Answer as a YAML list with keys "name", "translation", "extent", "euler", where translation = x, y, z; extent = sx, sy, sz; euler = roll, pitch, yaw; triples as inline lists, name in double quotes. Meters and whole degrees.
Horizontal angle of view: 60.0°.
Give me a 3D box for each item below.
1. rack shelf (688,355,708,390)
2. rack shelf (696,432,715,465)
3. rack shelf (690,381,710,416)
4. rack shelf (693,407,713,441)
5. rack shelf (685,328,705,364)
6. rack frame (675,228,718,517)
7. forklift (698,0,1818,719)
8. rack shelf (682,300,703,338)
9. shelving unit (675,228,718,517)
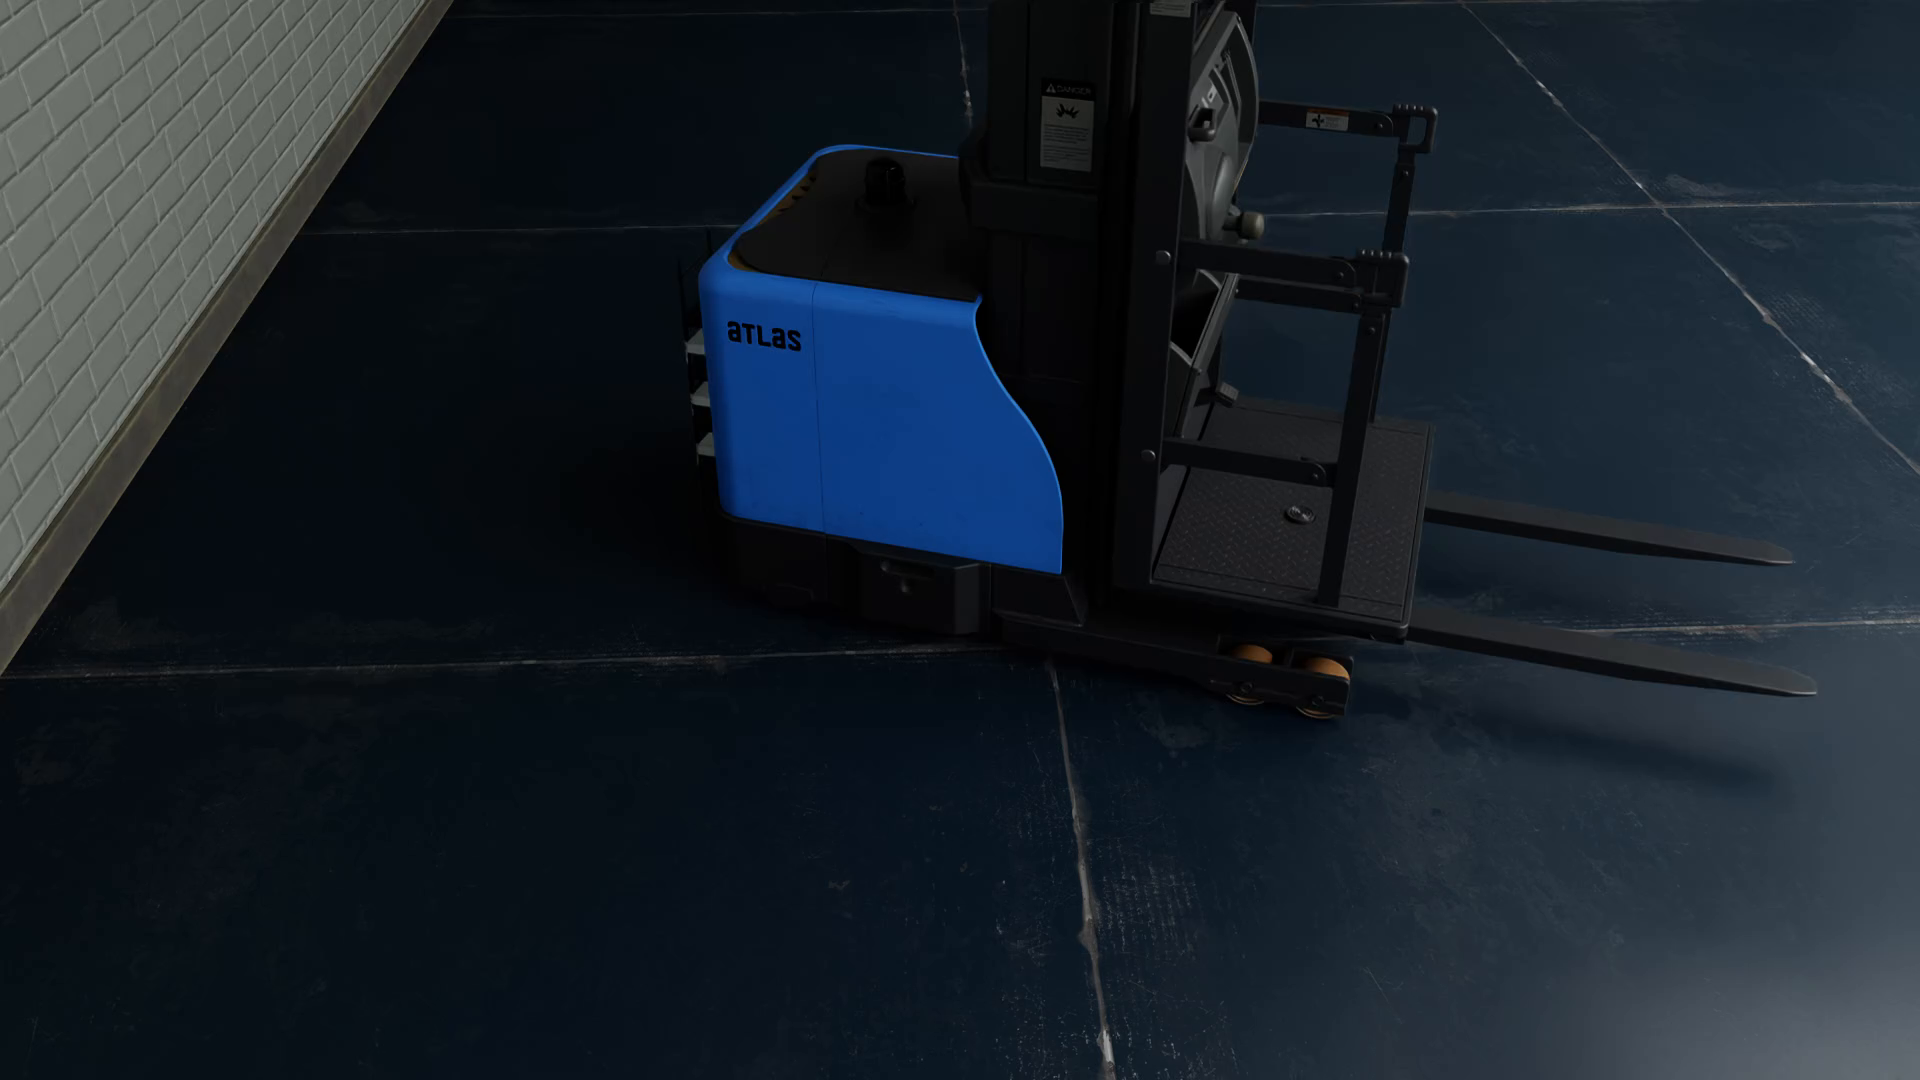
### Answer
- name: "rack shelf"
  translation: [-0.695, -0.541, 5.141]
  extent: [0.200, 0.077, 0.258]
  euler: [10, 36, 14]
- name: "rack shelf"
  translation: [-0.695, -0.319, 5.295]
  extent: [0.200, 0.077, 0.258]
  euler: [10, 36, 14]
- name: "rack shelf"
  translation: [-0.695, -0.467, 5.192]
  extent: [0.200, 0.077, 0.258]
  euler: [10, 36, 14]
- name: "rack shelf"
  translation: [-0.695, -0.393, 5.243]
  extent: [0.200, 0.077, 0.258]
  euler: [10, 36, 14]
- name: "rack shelf"
  translation: [-0.695, -0.615, 5.090]
  extent: [0.200, 0.077, 0.258]
  euler: [10, 36, 14]
- name: "rack frame"
  translation: [-0.792, -0.511, 5.197]
  extent: [0.006, 0.900, 0.240]
  euler: [10, 36, 14]
- name: "forklift"
  translation: [0.858, -1.056, 4.201]
  extent: [3.031, 2.935, 1.130]
  euler: [10, 36, 14]
- name: "rack shelf"
  translation: [-0.695, -0.689, 5.038]
  extent: [0.200, 0.077, 0.258]
  euler: [10, 36, 14]
- name: "shelving unit"
  translation: [-0.695, -0.494, 5.173]
  extent: [0.210, 0.900, 0.258]
  euler: [10, 36, 14]
